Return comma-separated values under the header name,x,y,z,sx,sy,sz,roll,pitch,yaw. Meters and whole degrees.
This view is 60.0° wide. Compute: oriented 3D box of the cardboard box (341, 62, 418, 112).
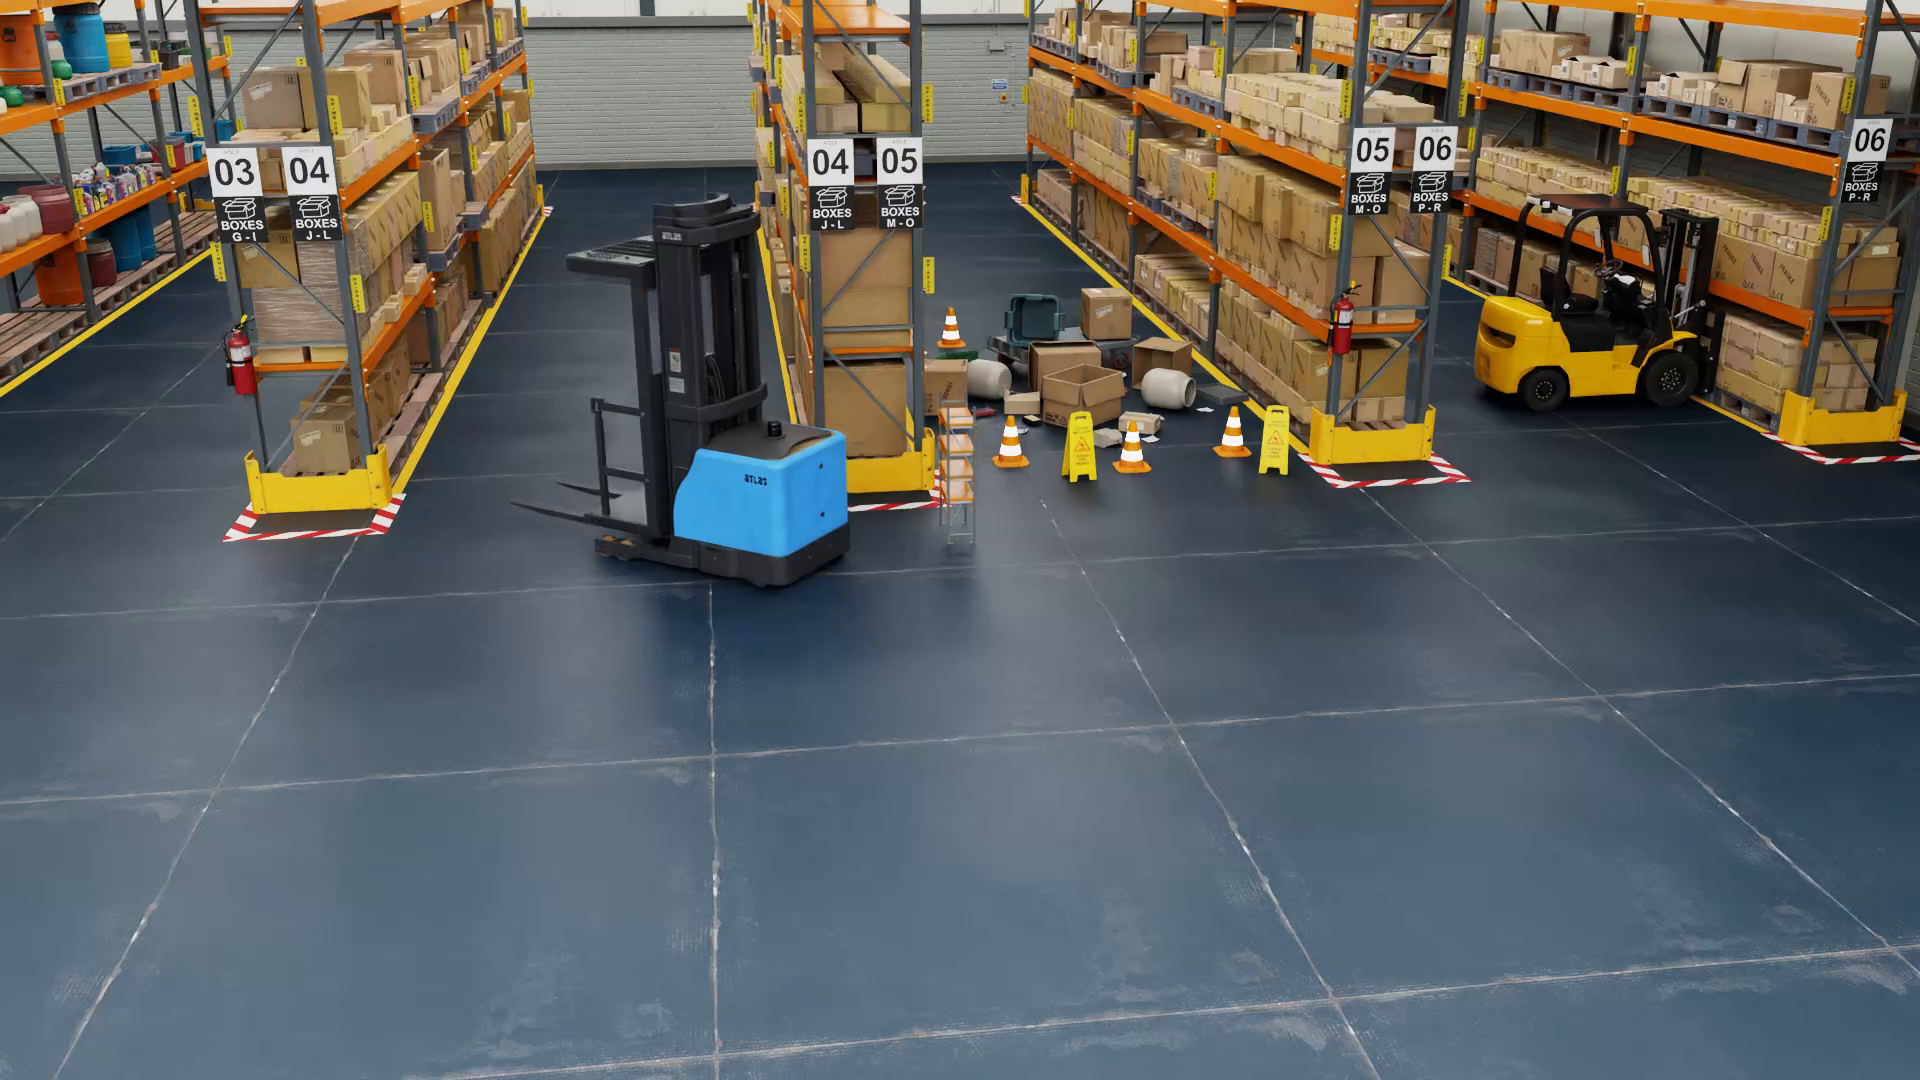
name,x,y,z,sx,sy,sz,roll,pitch,yaw
cardboard box,-6.302,-4.900,18.014,0.797,0.503,0.637,-4,21,-10

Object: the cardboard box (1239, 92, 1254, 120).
name,x,y,z,sx,sy,sz,roll,pitch,yaw
cardboard box,3.350,-4.712,18.047,0.500,0.250,0.500,-3,21,-8

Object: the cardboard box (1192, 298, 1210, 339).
name,x,y,z,sx,sy,sz,roll,pitch,yaw
cardboard box,3.396,-2.729,20.391,0.950,0.372,0.625,-3,21,-7

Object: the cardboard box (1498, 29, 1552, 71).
name,x,y,z,sx,sy,sz,roll,pitch,yaw
cardboard box,7.672,-6.651,22.563,0.500,0.500,0.500,-3,21,-7

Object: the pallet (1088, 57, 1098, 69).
name,x,y,z,sx,sy,sz,roll,pitch,yaw
pallet,2.502,-7.352,25.601,0.805,0.209,1.217,-4,21,-10

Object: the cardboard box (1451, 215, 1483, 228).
name,x,y,z,sx,sy,sz,roll,pitch,yaw
cardboard box,7.487,-4.706,24.575,0.380,0.149,0.250,-4,21,-10

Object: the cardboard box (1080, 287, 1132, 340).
name,x,y,z,sx,sy,sz,roll,pitch,yaw
cardboard box,1.717,-2.665,19.556,0.500,0.500,0.500,-3,21,-8

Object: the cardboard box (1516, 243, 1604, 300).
name,x,y,z,sx,sy,sz,roll,pitch,yaw
cardboard box,8.084,-3.627,22.434,0.875,0.625,0.625,-4,21,-10

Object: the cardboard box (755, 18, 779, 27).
name,x,y,z,sx,sy,sz,roll,pitch,yaw
cardboard box,-3.147,-8.451,27.198,0.380,0.149,0.250,-3,21,-9

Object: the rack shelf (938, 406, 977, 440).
name,x,y,z,sx,sy,sz,roll,pitch,yaw
rack shelf,-0.024,-0.988,14.022,0.258,0.148,0.480,-3,21,-8

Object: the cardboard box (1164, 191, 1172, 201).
name,x,y,z,sx,sy,sz,roll,pitch,yaw
cardboard box,2.893,-4.551,21.874,0.380,0.149,0.250,-2,21,-5

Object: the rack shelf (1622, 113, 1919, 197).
name,x,y,z,sx,sy,sz,roll,pitch,yaw
rack shelf,8.674,-4.209,17.940,1.077,0.370,4.000,-3,21,-8

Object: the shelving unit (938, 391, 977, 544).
name,x,y,z,sx,sy,sz,roll,pitch,yaw
shelving unit,-0.024,-0.619,14.160,0.258,1.200,0.503,-3,21,-8

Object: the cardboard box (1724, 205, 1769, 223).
name,x,y,z,sx,sy,sz,roll,pitch,yaw
cardboard box,8.419,-3.489,17.775,0.380,0.149,0.250,-3,21,-7

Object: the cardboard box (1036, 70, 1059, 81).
name,x,y,z,sx,sy,sz,roll,pitch,yaw
cardboard box,1.554,-8.236,29.481,0.380,0.149,0.250,-2,21,-6

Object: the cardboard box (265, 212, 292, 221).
name,x,y,z,sx,sy,sz,roll,pitch,yaw
cardboard box,-6.157,-2.702,15.168,0.500,0.500,0.500,-3,21,-8

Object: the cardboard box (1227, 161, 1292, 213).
name,x,y,z,sx,sy,sz,roll,pitch,yaw
cardboard box,3.375,-3.895,18.361,0.700,0.500,0.500,-3,21,-7

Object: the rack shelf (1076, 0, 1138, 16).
name,x,y,z,sx,sy,sz,roll,pitch,yaw
rack shelf,2.609,-7.945,24.227,1.077,0.370,4.000,-3,21,-8

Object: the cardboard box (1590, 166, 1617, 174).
name,x,y,z,sx,sy,sz,roll,pitch,yaw
cardboard box,8.416,-4.761,21.606,0.380,0.149,0.250,-3,21,-8

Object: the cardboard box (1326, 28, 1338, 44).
name,x,y,z,sx,sy,sz,roll,pitch,yaw
cardboard box,6.702,-8.764,28.897,0.500,0.250,0.500,-3,21,-9

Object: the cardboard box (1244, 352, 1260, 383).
name,x,y,z,sx,sy,sz,roll,pitch,yaw
cardboard box,3.459,-1.905,18.359,0.500,0.250,0.500,-3,21,-8

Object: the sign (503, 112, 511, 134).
name,x,y,z,sx,sy,sz,roll,pitch,yaw
sign,-6.950,-6.388,25.491,0.100,0.325,0.005,-3,21,-8

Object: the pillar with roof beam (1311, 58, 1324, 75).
name,x,y,z,sx,sy,sz,roll,pitch,yaw
pillar with roof beam,2.899,-11.561,32.307,9.100,9.000,0.400,-3,21,-8

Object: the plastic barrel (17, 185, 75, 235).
name,x,y,z,sx,sy,sz,roll,pitch,yaw
plastic barrel,-11.444,-4.135,20.807,0.600,0.536,0.708,-3,21,-8

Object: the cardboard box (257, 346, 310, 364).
name,x,y,z,sx,sy,sz,roll,pitch,yaw
cardboard box,-6.001,-1.668,14.753,0.380,0.149,0.250,-3,21,-8

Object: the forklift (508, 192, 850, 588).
name,x,y,z,sx,sy,sz,roll,pitch,yaw
forklift,-2.453,-1.350,13.641,3.031,2.935,1.130,11,23,27

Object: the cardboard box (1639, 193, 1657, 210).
name,x,y,z,sx,sy,sz,roll,pitch,yaw
cardboard box,8.210,-3.971,19.491,0.380,0.149,0.250,-2,21,-6

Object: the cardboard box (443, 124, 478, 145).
name,x,y,z,sx,sy,sz,roll,pitch,yaw
cardboard box,-7.090,-5.463,22.980,0.797,0.503,0.637,-2,21,-6

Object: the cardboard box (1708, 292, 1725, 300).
name,x,y,z,sx,sy,sz,roll,pitch,yaw
cardboard box,8.795,-2.699,19.057,0.500,0.250,0.500,-3,21,-7

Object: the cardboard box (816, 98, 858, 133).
name,x,y,z,sx,sy,sz,roll,pitch,yaw
cardboard box,-1.180,-3.785,14.823,0.500,0.250,0.500,-3,21,-7

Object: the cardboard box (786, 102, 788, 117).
name,x,y,z,sx,sy,sz,roll,pitch,yaw
cardboard box,-1.584,-4.422,17.098,0.380,0.149,0.250,-3,21,-9

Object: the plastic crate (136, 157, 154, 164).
name,x,y,z,sx,sy,sz,roll,pitch,yaw
plastic crate,-12.814,-5.875,25.967,0.437,0.125,0.590,-3,21,-8

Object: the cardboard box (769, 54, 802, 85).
name,x,y,z,sx,sy,sz,roll,pitch,yaw
cardboard box,-2.320,-6.319,22.418,0.500,0.500,0.500,-3,21,-8

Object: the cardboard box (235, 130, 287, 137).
name,x,y,z,sx,sy,sz,roll,pitch,yaw
cardboard box,-6.234,-3.570,14.845,0.380,0.149,0.250,-3,21,-7

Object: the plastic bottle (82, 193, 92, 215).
name,x,y,z,sx,sy,sz,roll,pitch,yaw
plastic bottle,-11.555,-4.445,21.996,0.061,0.283,0.133,-3,21,-8

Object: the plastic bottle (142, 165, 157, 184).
name,x,y,z,sx,sy,sz,roll,pitch,yaw
plastic bottle,-12.010,-5.424,24.628,0.152,0.276,0.135,-3,21,-8

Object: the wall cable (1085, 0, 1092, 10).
name,x,y,z,sx,sy,sz,roll,pitch,yaw
wall cable,4.152,-12.684,35.262,2.988,3.039,0.133,-3,21,-8

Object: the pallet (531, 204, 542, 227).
name,x,y,z,sx,sy,sz,roll,pitch,yaw
pallet,-7.869,-5.658,29.062,1.003,0.211,1.213,-3,21,-8

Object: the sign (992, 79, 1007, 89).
name,x,y,z,sx,sy,sz,roll,pitch,yaw
sign,0.852,-9.833,35.870,0.327,0.218,0.001,-3,21,-8

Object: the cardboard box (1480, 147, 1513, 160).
name,x,y,z,sx,sy,sz,roll,pitch,yaw
cardboard box,7.563,-5.444,23.435,0.380,0.149,0.250,-2,21,-6

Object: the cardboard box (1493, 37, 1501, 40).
name,x,y,z,sx,sy,sz,roll,pitch,yaw
cardboard box,7.899,-7.286,24.369,0.380,0.149,0.250,-2,21,-6

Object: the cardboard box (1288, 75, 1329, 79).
name,x,y,z,sx,sy,sz,roll,pitch,yaw
cardboard box,3.849,-5.058,18.404,0.380,0.149,0.250,-3,21,-9

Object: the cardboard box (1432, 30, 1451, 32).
name,x,y,z,sx,sy,sz,roll,pitch,yaw
cardboard box,7.535,-7.819,25.767,0.380,0.149,0.250,-4,21,-9

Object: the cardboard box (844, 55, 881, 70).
name,x,y,z,sx,sy,sz,roll,pitch,yaw
cardboard box,-1.041,-5.091,17.750,0.380,0.149,0.250,-3,21,-8

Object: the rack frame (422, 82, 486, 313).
name,x,y,z,sx,sy,sz,roll,pitch,yaw
rack frame,-6.909,-4.467,21.889,1.000,3.000,0.127,-3,21,-8

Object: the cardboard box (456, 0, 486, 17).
name,x,y,z,sx,sy,sz,roll,pitch,yaw
cardboard box,-7.615,-8.225,25.705,0.500,0.250,0.500,-4,21,-11

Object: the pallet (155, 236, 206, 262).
name,x,y,z,sx,sy,sz,roll,pitch,yaw
pallet,-12.531,-4.548,26.092,1.003,0.211,1.213,-3,21,-8

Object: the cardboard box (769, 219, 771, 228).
name,x,y,z,sx,sy,sz,roll,pitch,yaw
cardboard box,-2.641,-4.640,25.326,0.500,0.500,0.500,-2,21,-5

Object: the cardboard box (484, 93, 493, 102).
name,x,y,z,sx,sy,sz,roll,pitch,yaw
cardboard box,-8.188,-7.304,28.203,0.500,0.500,0.500,-3,21,-9

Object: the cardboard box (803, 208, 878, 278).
name,x,y,z,sx,sy,sz,roll,pitch,yaw
cardboard box,-1.019,-2.805,15.680,0.875,0.550,0.550,-3,21,-8

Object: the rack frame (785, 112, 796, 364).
name,x,y,z,sx,sy,sz,roll,pitch,yaw
rack frame,-1.410,-3.297,18.757,1.000,3.000,0.127,-3,21,-8

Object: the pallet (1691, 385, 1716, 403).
name,x,y,z,sx,sy,sz,roll,pitch,yaw
pallet,8.638,-1.826,18.805,1.003,0.211,1.213,-3,21,-8

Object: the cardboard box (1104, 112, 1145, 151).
name,x,y,z,sx,sy,sz,roll,pitch,yaw
cardboard box,2.417,-5.997,24.415,0.500,0.500,0.500,-3,21,-8

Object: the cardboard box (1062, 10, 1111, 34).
name,x,y,z,sx,sy,sz,roll,pitch,yaw
cardboard box,2.095,-8.514,27.547,0.797,0.503,0.637,-1,21,-4

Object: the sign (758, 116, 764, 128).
name,x,y,z,sx,sy,sz,roll,pitch,yaw
sign,-3.099,-6.443,25.941,0.100,0.325,0.005,-3,21,-8

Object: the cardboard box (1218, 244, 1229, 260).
name,x,y,z,sx,sy,sz,roll,pitch,yaw
cardboard box,3.202,-3.339,19.228,0.380,0.149,0.250,-3,21,-8
